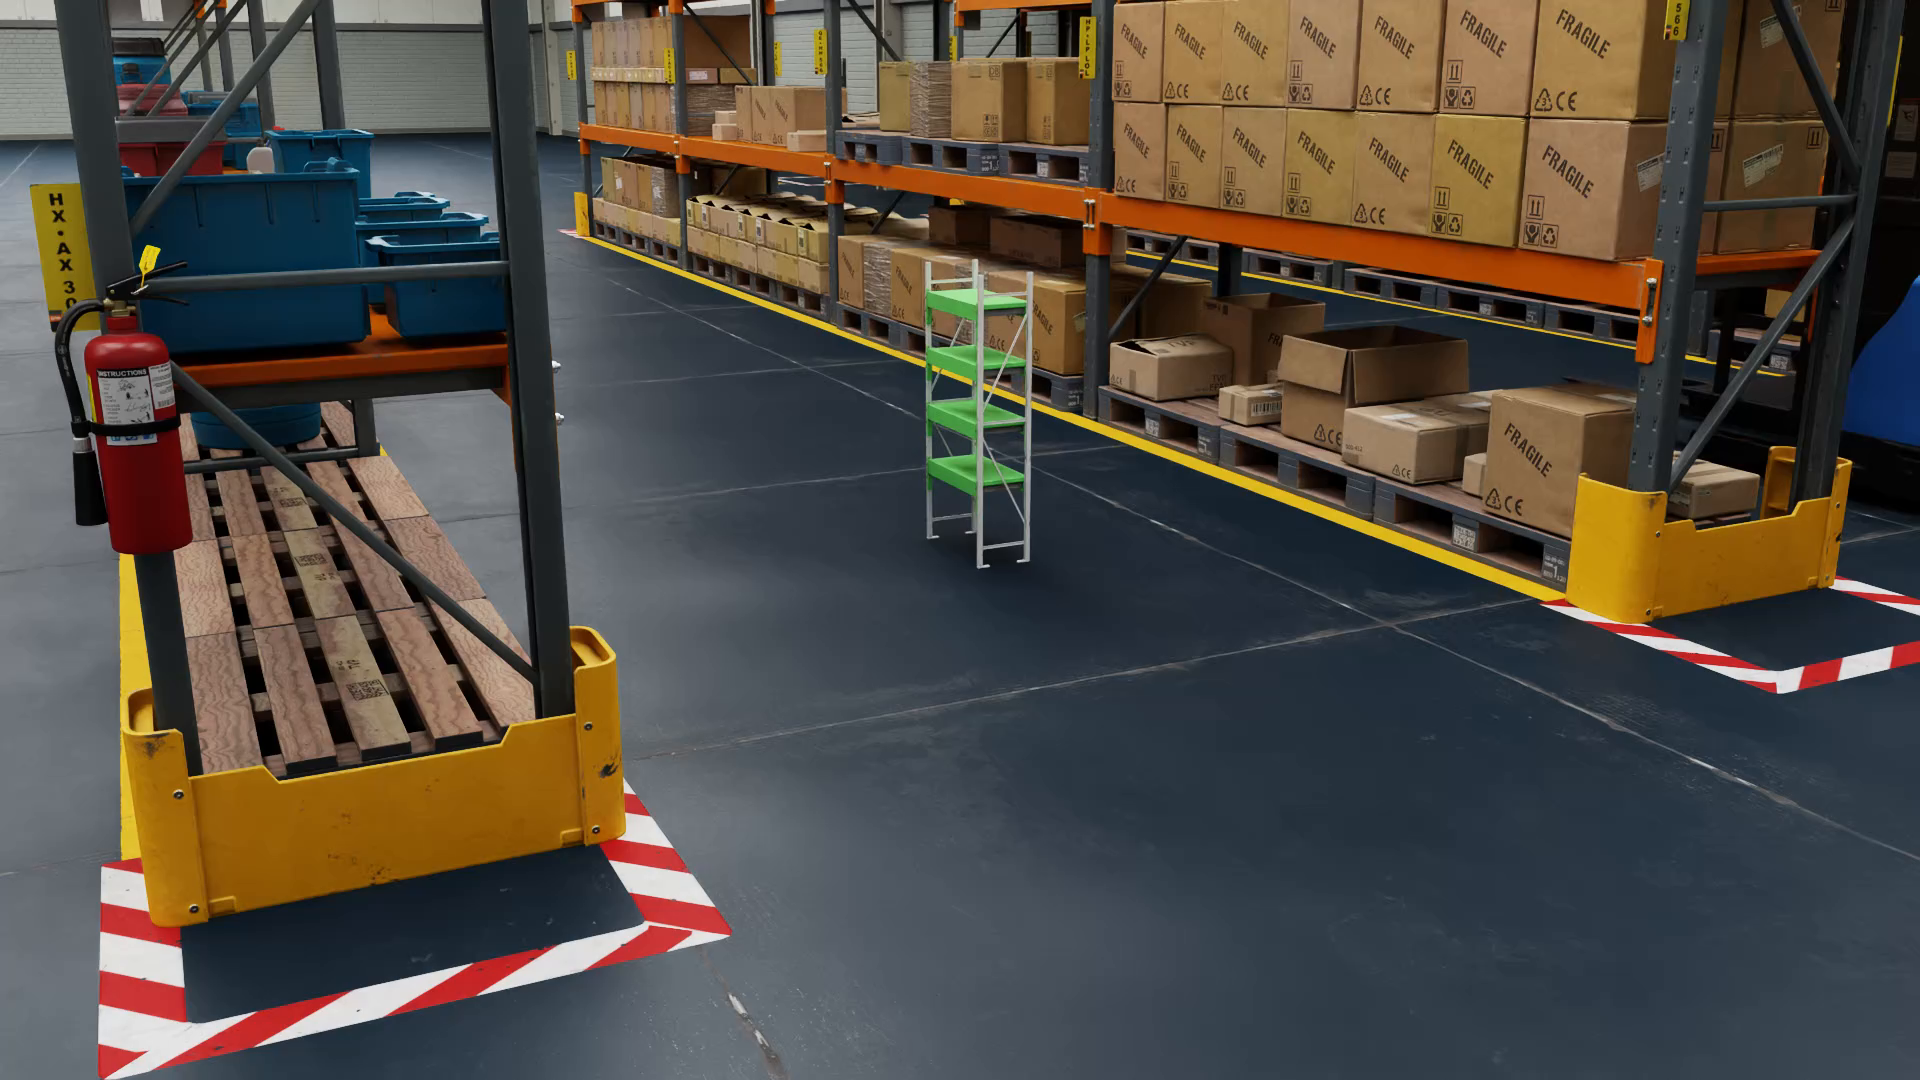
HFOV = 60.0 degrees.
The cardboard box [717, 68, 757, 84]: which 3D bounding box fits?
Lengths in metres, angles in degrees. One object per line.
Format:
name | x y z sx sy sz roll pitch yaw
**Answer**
cardboard box | -2.251 -4.643 16.636 0.380 0.149 0.250 -8 18 -25

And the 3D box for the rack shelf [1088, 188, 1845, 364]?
rack shelf | 2.073 -1.368 7.884 1.077 0.370 4.000 -8 18 -25

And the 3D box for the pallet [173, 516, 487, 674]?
pallet | -2.362 0.209 6.140 1.003 0.211 1.213 -8 18 -25

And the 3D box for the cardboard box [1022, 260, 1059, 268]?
cardboard box | 0.748 -1.625 11.208 0.500 0.500 0.500 -7 18 -24

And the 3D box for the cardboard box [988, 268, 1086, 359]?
cardboard box | 0.514 -1.431 10.533 0.500 0.500 0.500 -8 18 -25

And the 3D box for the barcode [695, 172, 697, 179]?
barcode | -2.570 -3.551 16.181 0.001 0.075 0.075 -8 18 -25

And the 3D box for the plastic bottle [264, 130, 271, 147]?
plastic bottle | -4.449 -2.499 10.732 0.061 0.283 0.133 -8 18 -25

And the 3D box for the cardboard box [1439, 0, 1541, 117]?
cardboard box | 2.285 -1.949 6.610 0.500 0.500 0.500 -7 17 -23

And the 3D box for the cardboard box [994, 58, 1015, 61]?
cardboard box | 0.758 -5.675 20.466 0.500 0.500 0.500 -8 18 -27

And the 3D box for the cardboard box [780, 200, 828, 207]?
cardboard box | -1.423 -3.025 15.561 0.500 0.311 0.500 -8 18 -25

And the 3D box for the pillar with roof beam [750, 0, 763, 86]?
pillar with roof beam | -7.652 -11.055 29.458 9.100 9.000 0.400 -8 18 -25

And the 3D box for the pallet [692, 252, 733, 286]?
pallet | -1.950 -2.675 16.190 1.003 0.211 1.213 -8 18 -25

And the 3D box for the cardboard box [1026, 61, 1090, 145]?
cardboard box | 0.832 -2.767 10.512 0.700 0.500 0.500 -5 17 -16

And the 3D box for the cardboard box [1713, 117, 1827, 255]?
cardboard box | 2.992 -1.408 6.537 0.500 0.500 0.500 -7 18 -24

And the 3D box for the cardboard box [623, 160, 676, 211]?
cardboard box | -3.370 -3.894 18.245 0.500 0.500 0.500 -8 18 -25

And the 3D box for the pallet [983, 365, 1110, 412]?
pallet | 0.807 -1.066 10.584 1.003 0.211 1.213 -8 18 -25

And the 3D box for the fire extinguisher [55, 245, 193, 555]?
fire extinguisher | -1.848 -0.311 3.714 0.296 0.674 0.183 -8 18 -25

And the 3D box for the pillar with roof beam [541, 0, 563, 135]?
pillar with roof beam | -15.537 -15.518 45.011 9.100 9.000 0.400 -8 18 -25

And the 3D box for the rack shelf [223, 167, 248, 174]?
rack shelf | -5.886 -2.754 12.714 1.077 0.370 4.000 -8 18 -25

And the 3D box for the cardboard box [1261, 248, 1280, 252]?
cardboard box | 3.412 -3.125 16.436 0.700 0.500 0.500 -8 18 -25

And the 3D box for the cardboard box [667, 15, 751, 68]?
cardboard box | -2.508 -4.974 16.613 0.700 0.500 0.500 -8 18 -25

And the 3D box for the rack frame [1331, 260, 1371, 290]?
rack frame | 3.896 -3.801 15.058 1.000 3.000 0.127 -8 18 -25

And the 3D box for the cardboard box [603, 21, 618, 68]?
cardboard box | -3.609 -5.597 18.782 0.700 0.500 0.500 -8 18 -26

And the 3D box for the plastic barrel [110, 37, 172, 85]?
plastic barrel | -6.865 -3.704 13.812 0.600 0.901 0.708 -8 18 -25

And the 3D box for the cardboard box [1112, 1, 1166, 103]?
cardboard box | 1.150 -2.587 8.835 0.500 0.500 0.500 -7 17 -23

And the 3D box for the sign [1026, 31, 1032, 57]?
sign | 0.899 -6.555 21.984 0.100 0.325 0.005 -8 18 -25

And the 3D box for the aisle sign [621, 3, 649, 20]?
aisle sign | -3.825 -6.486 19.703 0.394 0.787 0.004 -8 18 -25

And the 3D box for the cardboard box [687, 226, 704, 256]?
cardboard box | -2.354 -2.944 16.294 0.500 0.250 0.500 -8 18 -26

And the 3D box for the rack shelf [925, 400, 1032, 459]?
rack shelf | 0.073 -0.474 6.960 0.258 0.148 0.480 -8 18 -25

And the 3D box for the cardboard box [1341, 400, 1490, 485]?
cardboard box | 2.100 -0.452 7.575 0.500 0.250 0.500 -8 18 -25

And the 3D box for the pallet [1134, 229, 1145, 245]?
pallet | 1.818 -3.615 19.464 1.003 0.211 1.213 -8 18 -25

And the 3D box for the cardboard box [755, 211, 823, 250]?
cardboard box | -1.458 -2.705 14.445 0.500 0.311 0.500 -8 18 -25

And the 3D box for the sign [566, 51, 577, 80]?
sign | -4.562 -5.574 19.522 0.100 0.325 0.005 -8 18 -25

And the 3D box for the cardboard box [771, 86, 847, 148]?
cardboard box | -1.305 -3.664 14.398 0.500 0.500 0.500 -9 18 -28

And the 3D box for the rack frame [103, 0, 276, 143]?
rack frame | -5.010 -2.604 10.886 1.000 3.000 0.127 -8 18 -25

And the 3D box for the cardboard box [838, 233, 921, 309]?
cardboard box | -0.613 -2.064 12.739 0.500 0.500 0.500 -7 17 -23

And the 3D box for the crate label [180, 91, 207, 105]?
crate label | -7.465 -4.181 16.317 0.502 0.435 0.616 -8 18 -25

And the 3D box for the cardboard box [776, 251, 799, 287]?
cardboard box | -1.234 -2.310 14.086 0.500 0.250 0.500 -8 18 -26

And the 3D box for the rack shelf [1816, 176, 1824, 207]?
rack shelf | 6.524 -1.967 9.973 1.077 0.370 4.000 -8 18 -25

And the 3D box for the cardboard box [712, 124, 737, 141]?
cardboard box | -2.103 -3.828 15.608 0.380 0.149 0.250 -8 18 -25

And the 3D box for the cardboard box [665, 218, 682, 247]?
cardboard box | -2.707 -3.162 17.055 0.500 0.250 0.500 -8 18 -25

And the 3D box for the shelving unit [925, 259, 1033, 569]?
shelving unit | 0.073 -0.536 6.942 0.258 1.200 0.503 -8 18 -25

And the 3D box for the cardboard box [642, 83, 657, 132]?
cardboard box | -2.961 -4.606 17.680 0.700 0.500 0.500 -7 18 -24

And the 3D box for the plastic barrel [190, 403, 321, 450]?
plastic barrel | -3.480 -0.942 8.139 0.600 0.901 0.708 -8 18 -25

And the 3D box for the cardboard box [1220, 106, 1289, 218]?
cardboard box | 1.620 -1.848 8.069 0.500 0.500 0.500 -8 18 -25

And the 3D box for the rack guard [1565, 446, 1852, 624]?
rack guard | 2.916 -0.035 6.467 1.175 0.500 0.348 -8 18 -25

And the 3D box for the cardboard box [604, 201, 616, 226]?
cardboard box | -3.803 -3.782 19.215 0.500 0.250 0.500 -8 18 -25

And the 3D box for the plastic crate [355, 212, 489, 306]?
plastic crate | -1.606 -0.833 4.909 0.416 0.233 0.300 -8 18 -25

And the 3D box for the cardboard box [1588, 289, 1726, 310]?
cardboard box | 5.247 -2.123 12.347 0.750 0.750 0.750 -7 18 -24

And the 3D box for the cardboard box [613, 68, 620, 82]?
cardboard box | -3.628 -5.166 18.457 0.380 0.149 0.250 -8 18 -27

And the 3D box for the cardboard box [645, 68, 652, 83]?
cardboard box | -3.064 -4.847 17.347 0.380 0.149 0.250 -8 18 -25

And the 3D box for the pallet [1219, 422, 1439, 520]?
pallet | 2.035 -0.396 8.248 1.003 0.211 1.213 -8 18 -25

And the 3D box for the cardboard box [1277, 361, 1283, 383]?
cardboard box | 2.030 -0.836 8.802 0.500 0.311 0.500 -8 18 -25

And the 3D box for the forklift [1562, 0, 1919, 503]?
forklift | 4.483 -1.812 8.253 1.130 2.935 3.031 -7 18 -24

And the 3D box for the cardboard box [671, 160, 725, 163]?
cardboard box | -2.889 -3.958 18.471 0.500 0.500 0.500 -8 18 -25
